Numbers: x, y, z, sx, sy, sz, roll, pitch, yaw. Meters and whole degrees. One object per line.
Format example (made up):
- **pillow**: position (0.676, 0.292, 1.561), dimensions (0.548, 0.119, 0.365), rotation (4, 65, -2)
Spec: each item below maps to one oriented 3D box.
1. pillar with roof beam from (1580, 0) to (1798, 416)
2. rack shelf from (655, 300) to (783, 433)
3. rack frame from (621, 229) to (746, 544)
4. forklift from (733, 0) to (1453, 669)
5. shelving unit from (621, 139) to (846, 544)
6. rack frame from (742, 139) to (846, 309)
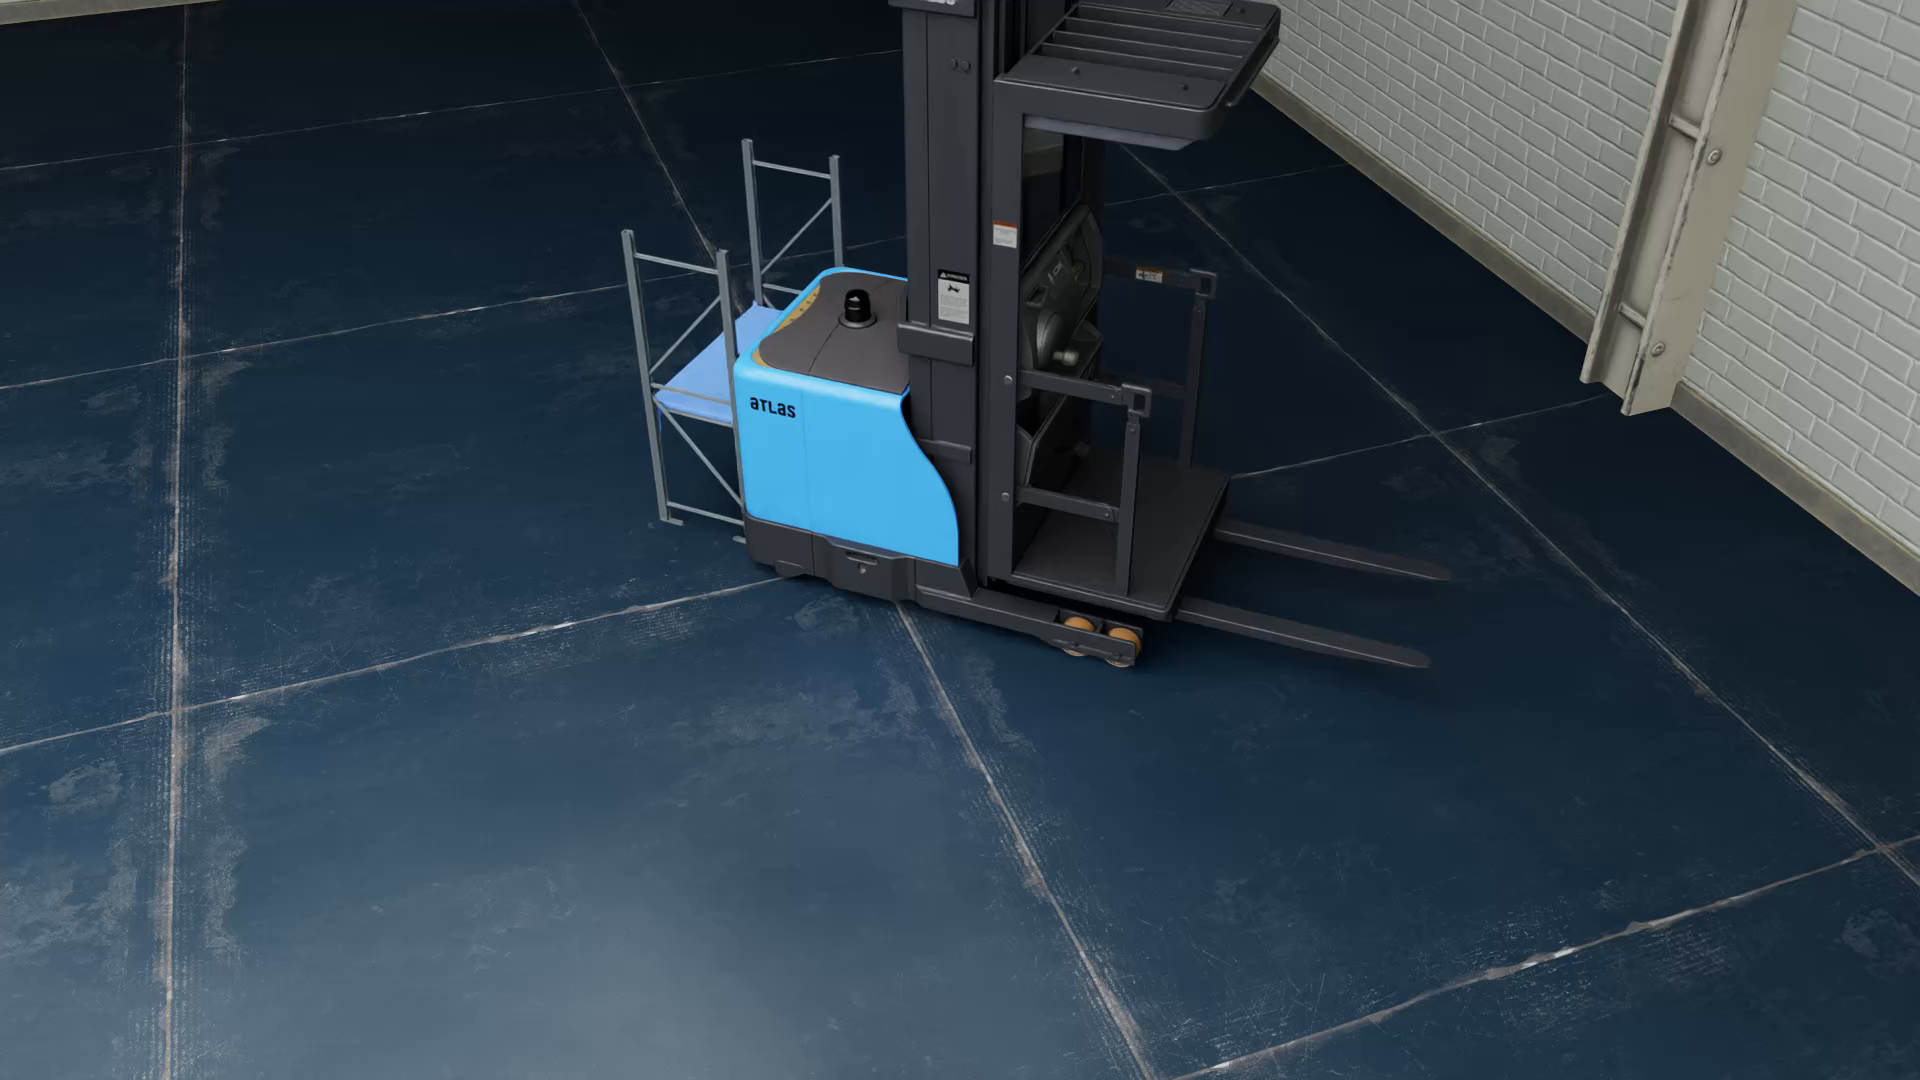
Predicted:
- **pillar with roof beam**: position (-0.519, -3.487, 4.900), dimensions (9.100, 9.000, 0.400), rotation (-12, 39, -16)
- **rack shelf**: position (-0.981, -0.777, 7.833), dimensions (0.538, 0.185, 1.000), rotation (15, 39, 19)
- **rack frame**: position (-1.185, -0.641, 7.353), dimensions (0.500, 1.500, 0.032), rotation (15, 39, 19)
- **forklift**: position (0.600, -0.997, 6.637), dimensions (3.031, 2.935, 1.130), rotation (13, 39, 17)
- **shelving unit**: position (-0.981, -0.921, 7.725), dimensions (0.538, 1.500, 1.048), rotation (15, 39, 19)
- **rack frame**: position (-0.777, -1.201, 8.097), dimensions (0.500, 1.500, 0.032), rotation (15, 39, 19)
